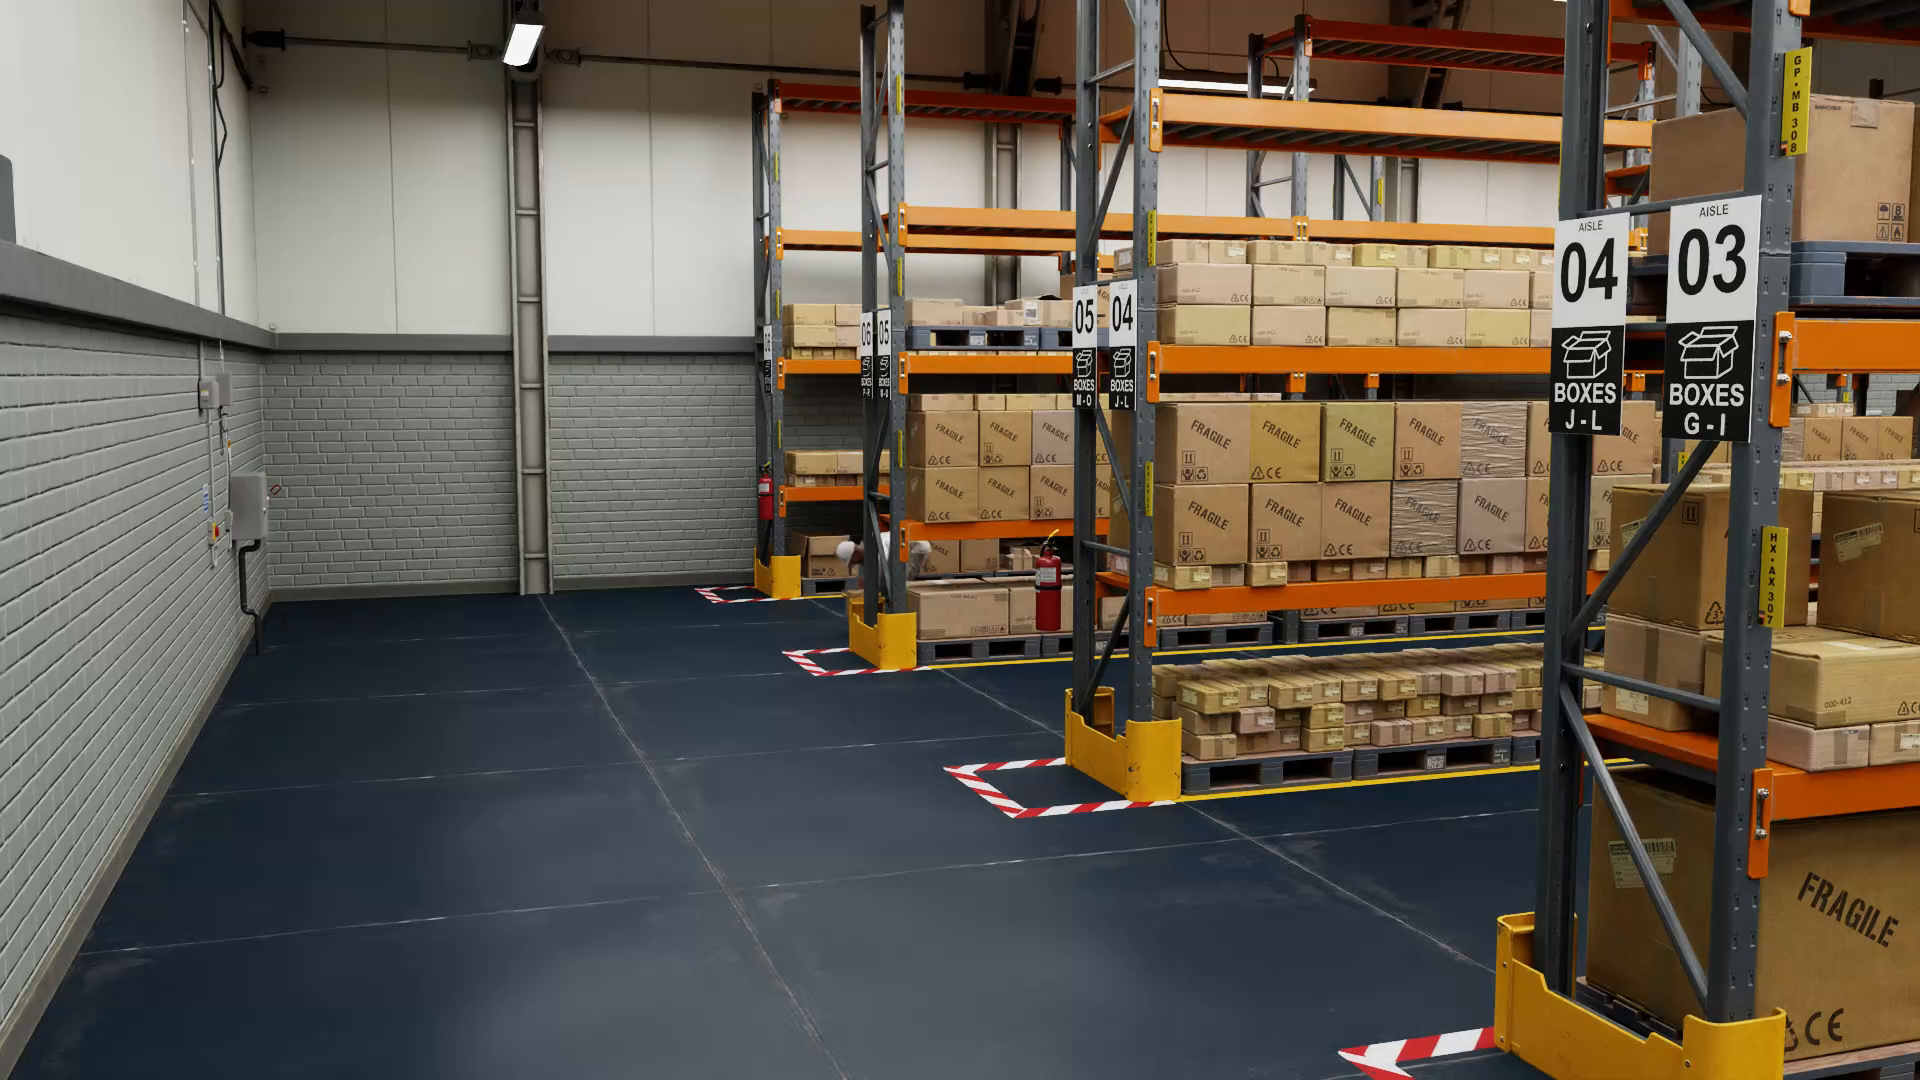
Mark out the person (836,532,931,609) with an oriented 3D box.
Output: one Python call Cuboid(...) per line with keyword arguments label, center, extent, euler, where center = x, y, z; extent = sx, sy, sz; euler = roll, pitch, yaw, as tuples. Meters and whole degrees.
Cuboid(label="person", center=(-0.784, 0.417, 16.962), extent=(0.991, 1.063, 0.504), euler=(-2, 6, -23))
